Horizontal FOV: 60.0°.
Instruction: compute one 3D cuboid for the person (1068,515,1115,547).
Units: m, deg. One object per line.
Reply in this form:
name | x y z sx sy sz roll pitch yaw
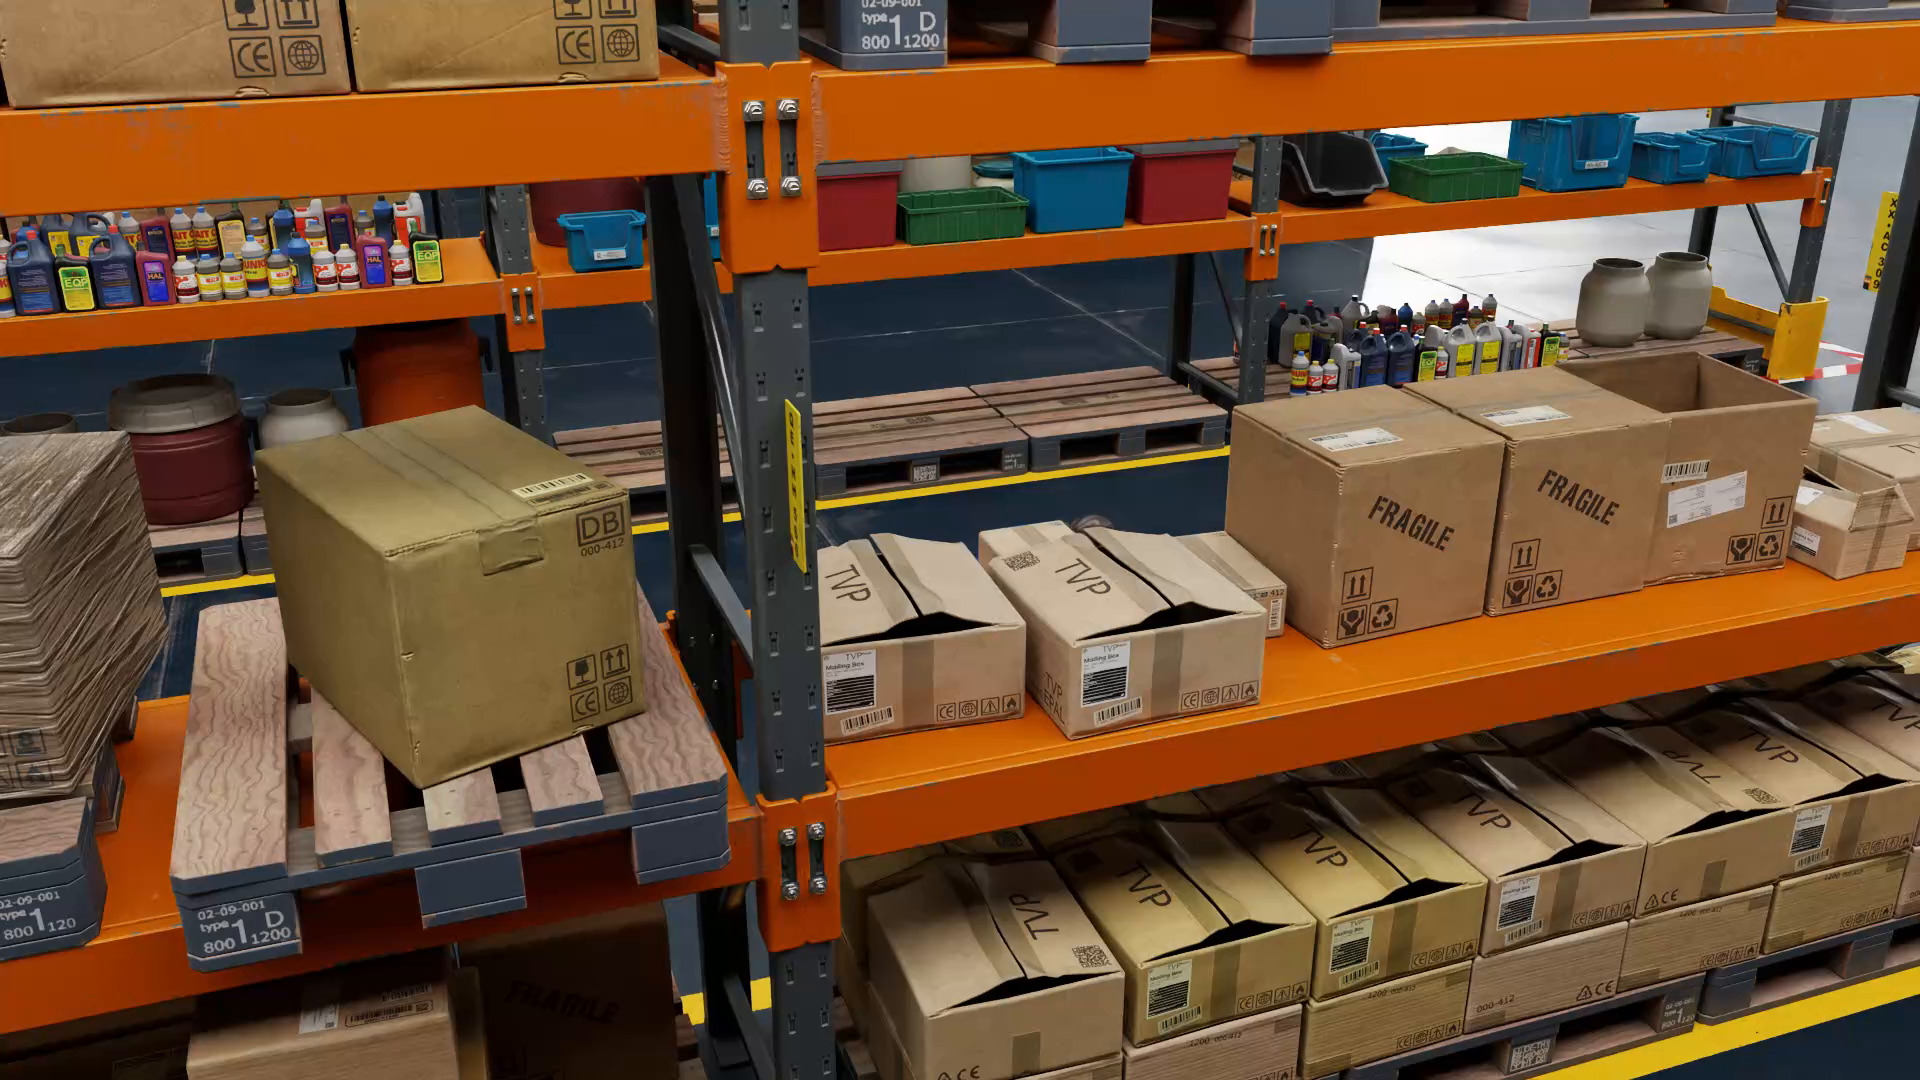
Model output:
person | 0.245 0.408 6.042 0.808 0.958 0.475 -8 24 -19
